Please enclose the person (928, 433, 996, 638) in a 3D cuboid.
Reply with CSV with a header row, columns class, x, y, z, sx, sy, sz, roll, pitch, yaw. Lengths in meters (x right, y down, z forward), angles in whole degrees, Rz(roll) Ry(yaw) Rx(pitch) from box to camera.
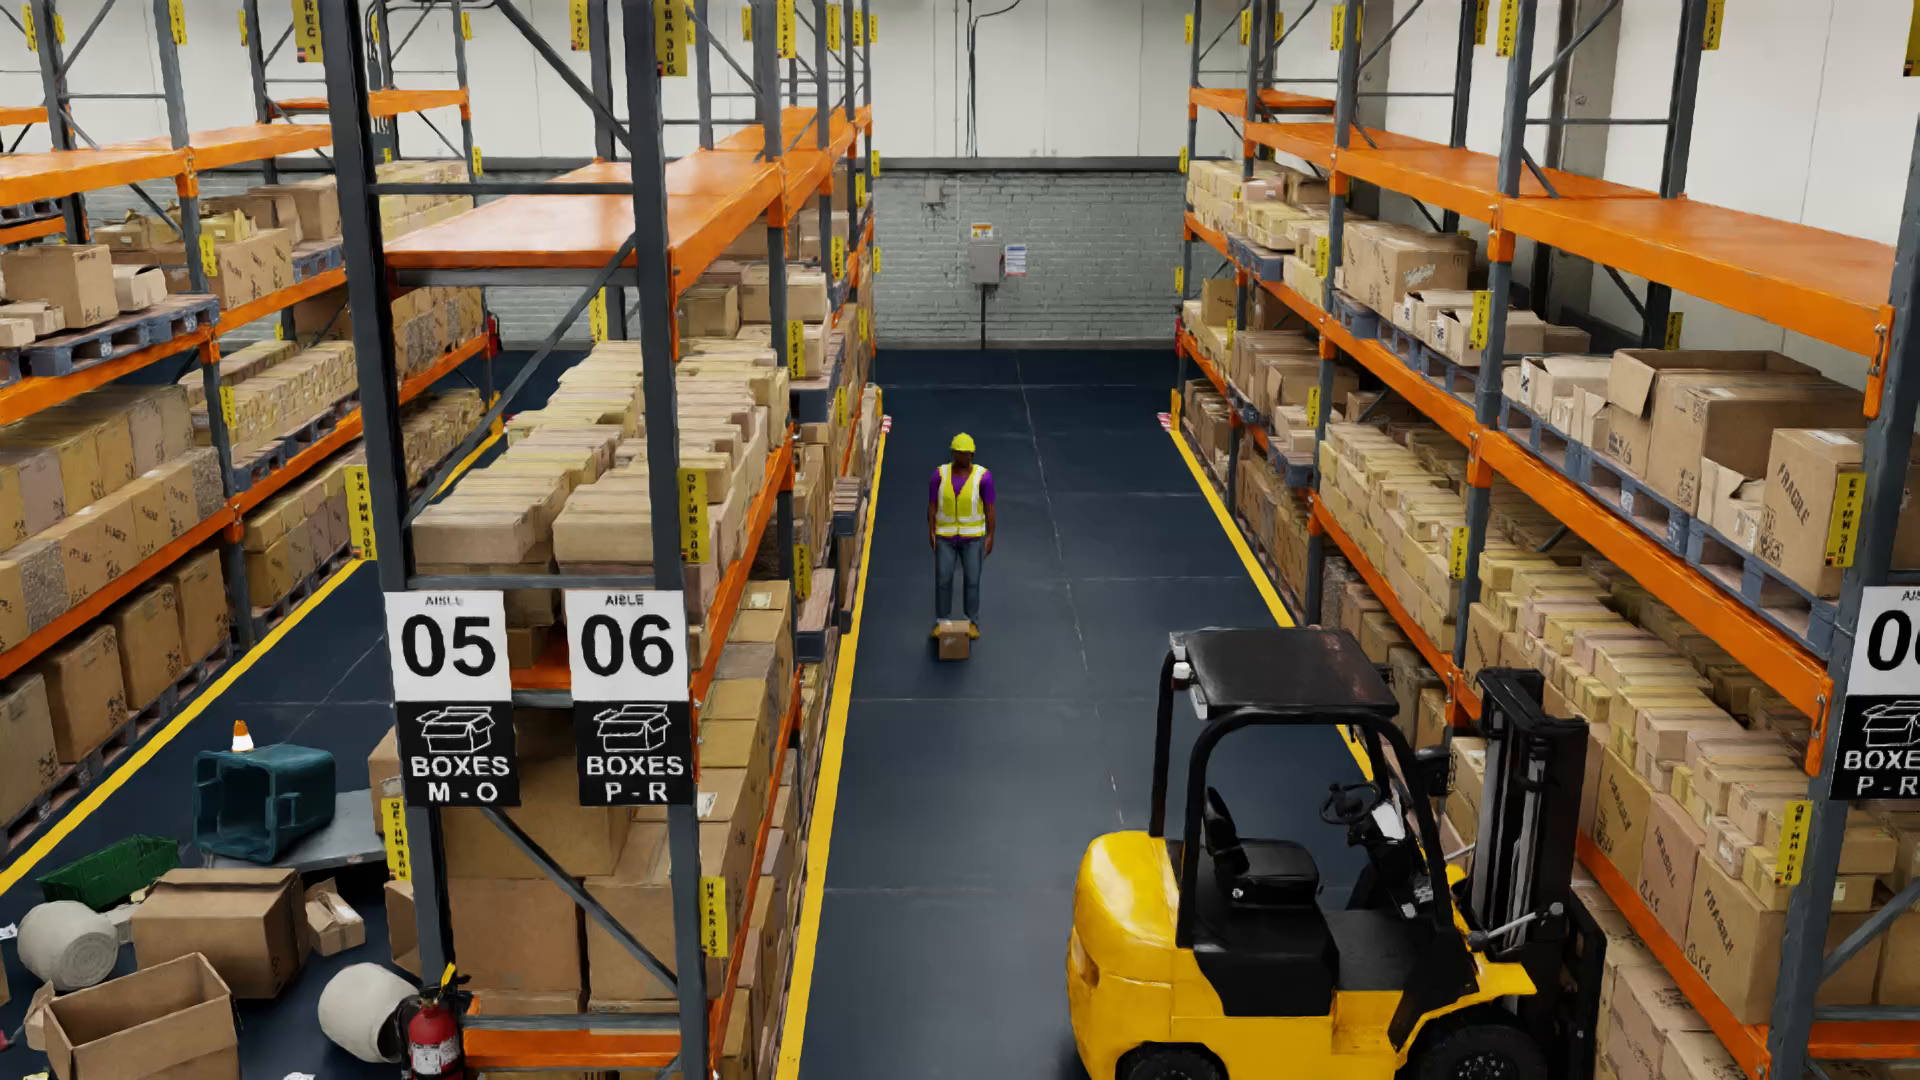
class,x,y,z,sx,sy,sz,roll,pitch,yaw
person,0.010,-0.035,14.117,0.577,1.766,0.406,2,17,6
